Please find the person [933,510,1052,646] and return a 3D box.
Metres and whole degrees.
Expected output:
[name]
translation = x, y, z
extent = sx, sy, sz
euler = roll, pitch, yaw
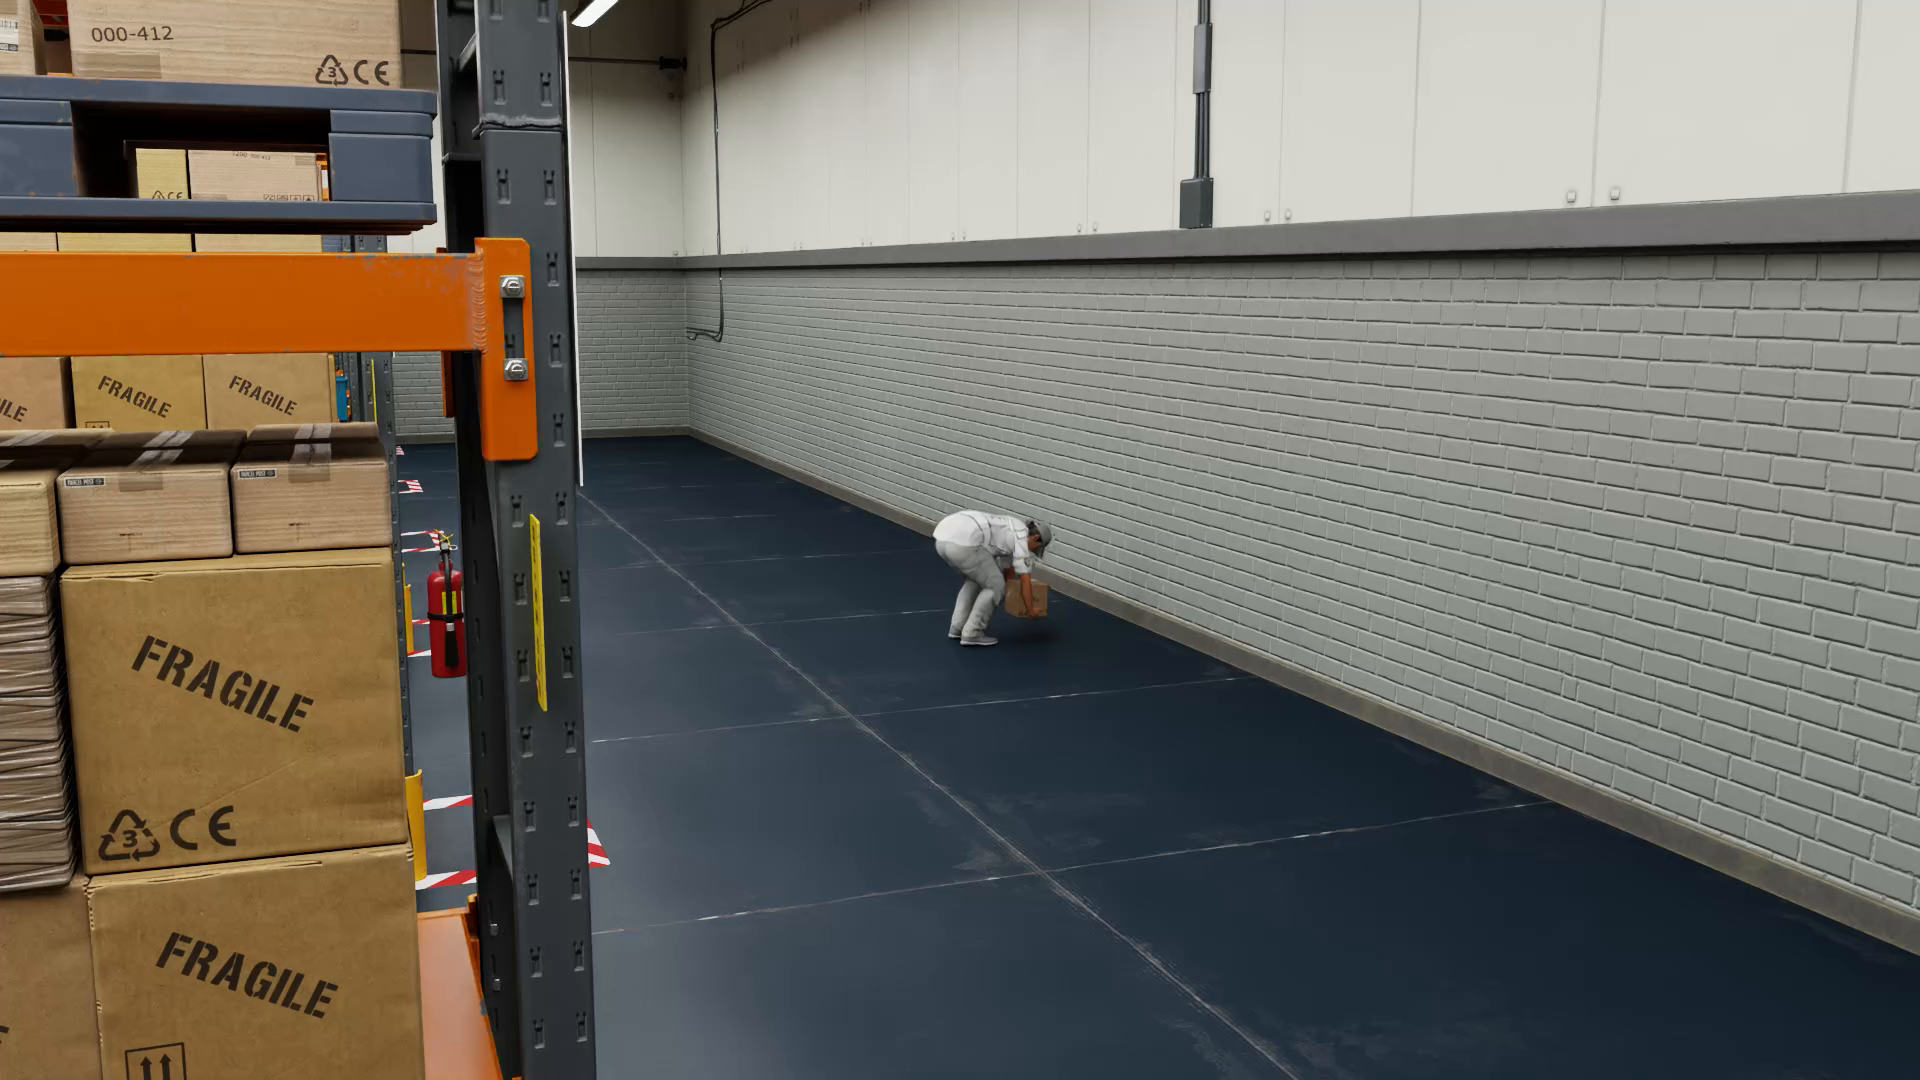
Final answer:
[person]
translation = 0.271, 0.271, 12.739
extent = 0.950, 1.014, 0.480
euler = -4, 10, -23
